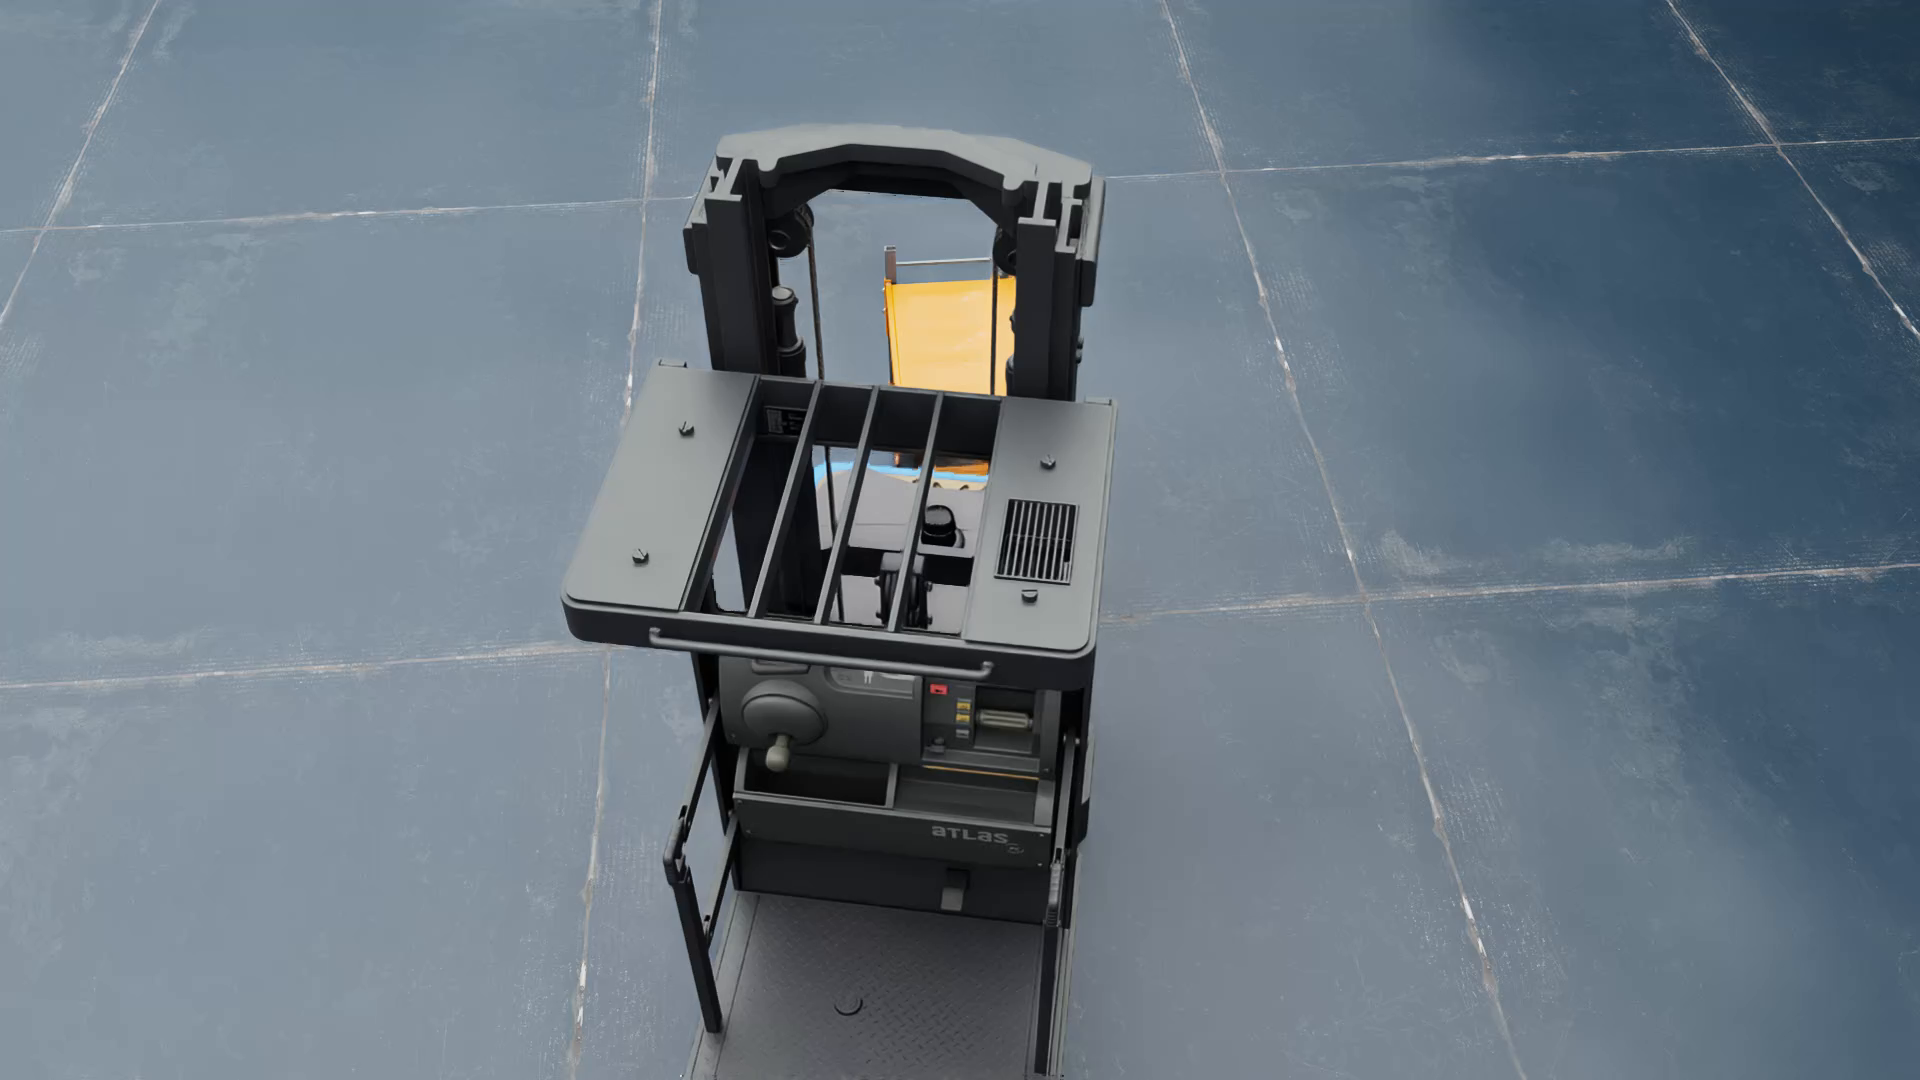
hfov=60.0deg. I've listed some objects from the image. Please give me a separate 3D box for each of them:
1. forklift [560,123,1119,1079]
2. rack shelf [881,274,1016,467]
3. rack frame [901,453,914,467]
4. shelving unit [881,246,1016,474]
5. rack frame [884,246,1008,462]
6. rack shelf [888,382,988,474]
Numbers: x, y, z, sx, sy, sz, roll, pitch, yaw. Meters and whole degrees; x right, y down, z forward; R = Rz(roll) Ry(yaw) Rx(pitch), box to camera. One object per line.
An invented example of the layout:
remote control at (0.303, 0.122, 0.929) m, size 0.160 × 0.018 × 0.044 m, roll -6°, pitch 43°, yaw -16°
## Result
forklift at (-0.216, 0.556, 4.342) m, size 1.130 × 2.935 × 3.031 m, roll 6°, pitch 47°, yaw 5°
rack shelf at (0.001, -0.583, 6.261) m, size 0.538 × 0.278 × 1.000 m, roll -3°, pitch 47°, yaw -3°
rack frame at (0.043, -0.014, 6.125) m, size 0.500 × 1.125 × 0.032 m, roll -3°, pitch 47°, yaw -3°
shelving unit at (0.001, -0.382, 6.473) m, size 0.538 × 1.125 × 1.048 m, roll -3°, pitch 47°, yaw -3°
rack frame at (-0.042, -0.750, 6.822) m, size 0.500 × 1.125 × 0.032 m, roll -3°, pitch 47°, yaw -3°
rack shelf at (0.001, -0.214, 6.651) m, size 0.538 × 0.278 × 1.000 m, roll -3°, pitch 47°, yaw -3°
